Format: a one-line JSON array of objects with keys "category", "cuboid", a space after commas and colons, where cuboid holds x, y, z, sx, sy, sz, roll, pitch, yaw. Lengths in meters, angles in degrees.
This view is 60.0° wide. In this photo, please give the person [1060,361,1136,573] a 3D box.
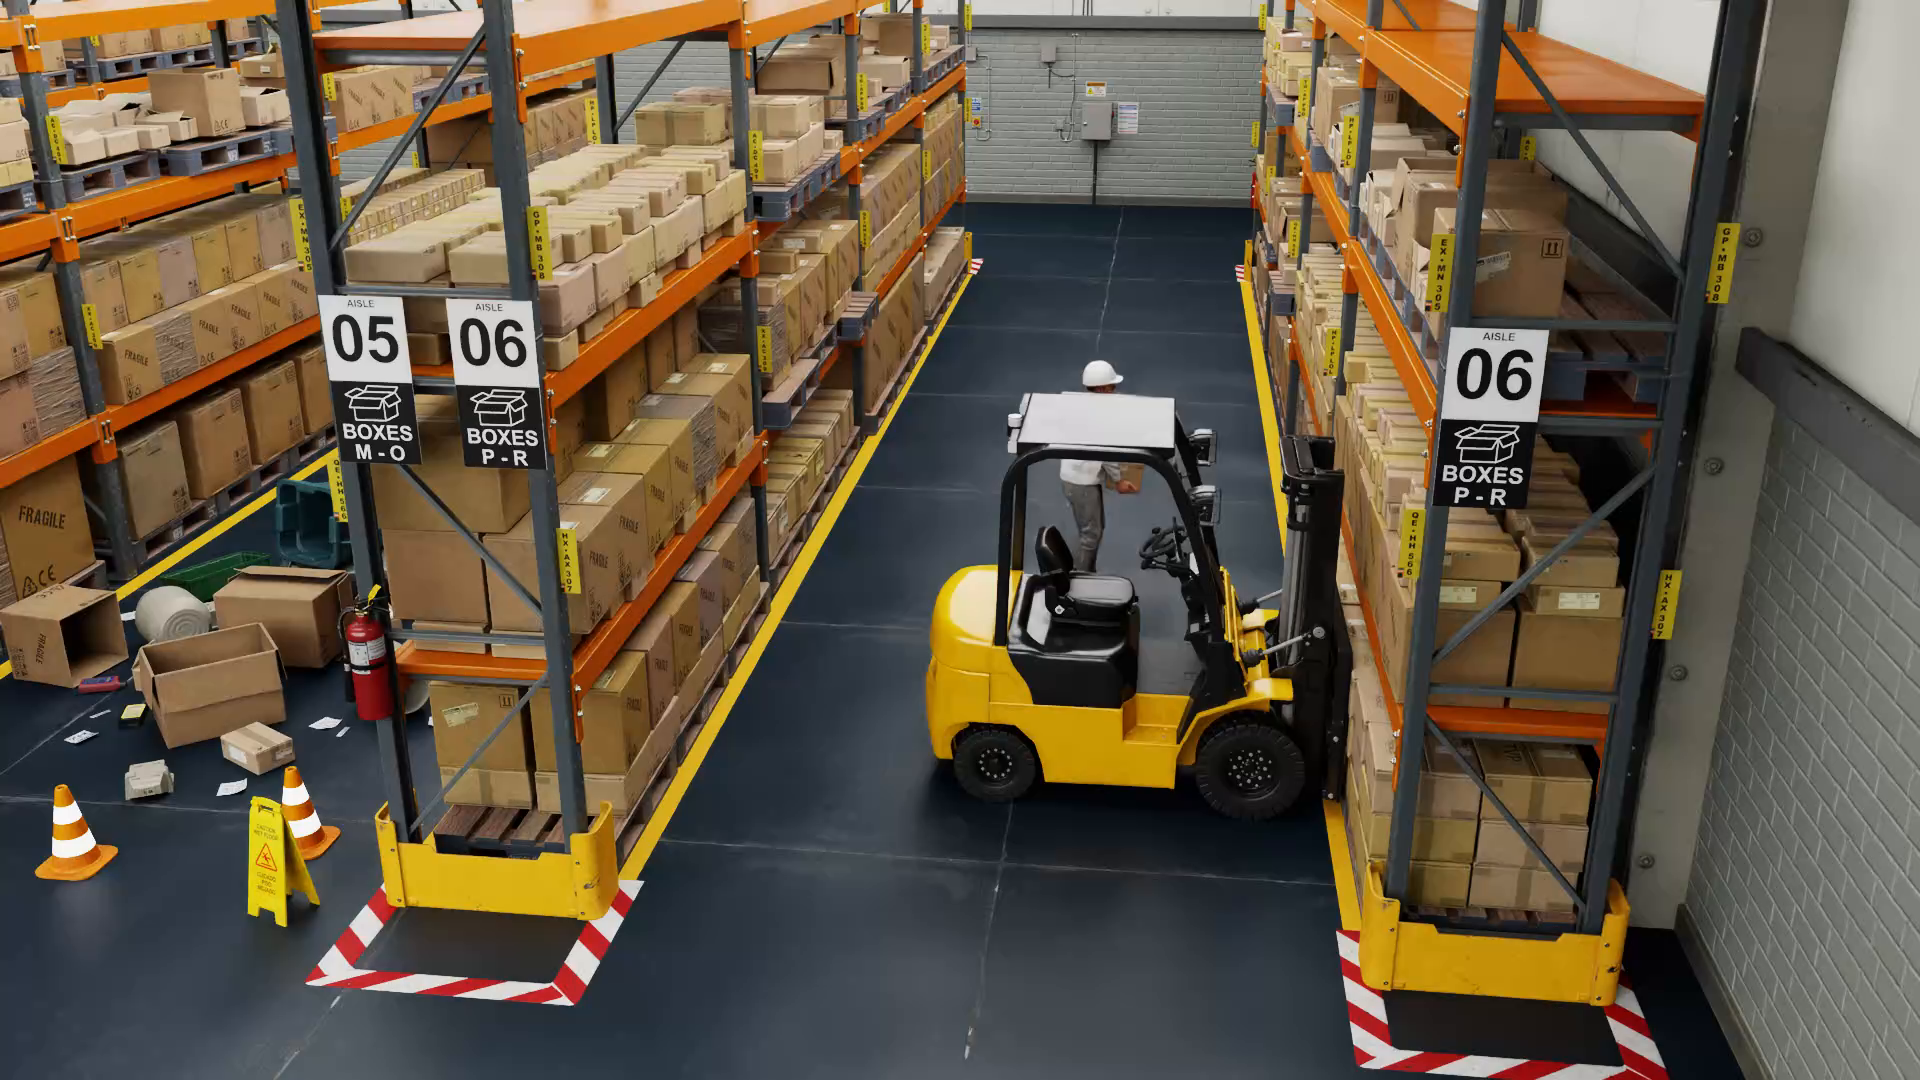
[{"category": "person", "cuboid": [1.018, -0.459, 12.255, 0.567, 1.768, 0.491, 2, 21, 5]}]
